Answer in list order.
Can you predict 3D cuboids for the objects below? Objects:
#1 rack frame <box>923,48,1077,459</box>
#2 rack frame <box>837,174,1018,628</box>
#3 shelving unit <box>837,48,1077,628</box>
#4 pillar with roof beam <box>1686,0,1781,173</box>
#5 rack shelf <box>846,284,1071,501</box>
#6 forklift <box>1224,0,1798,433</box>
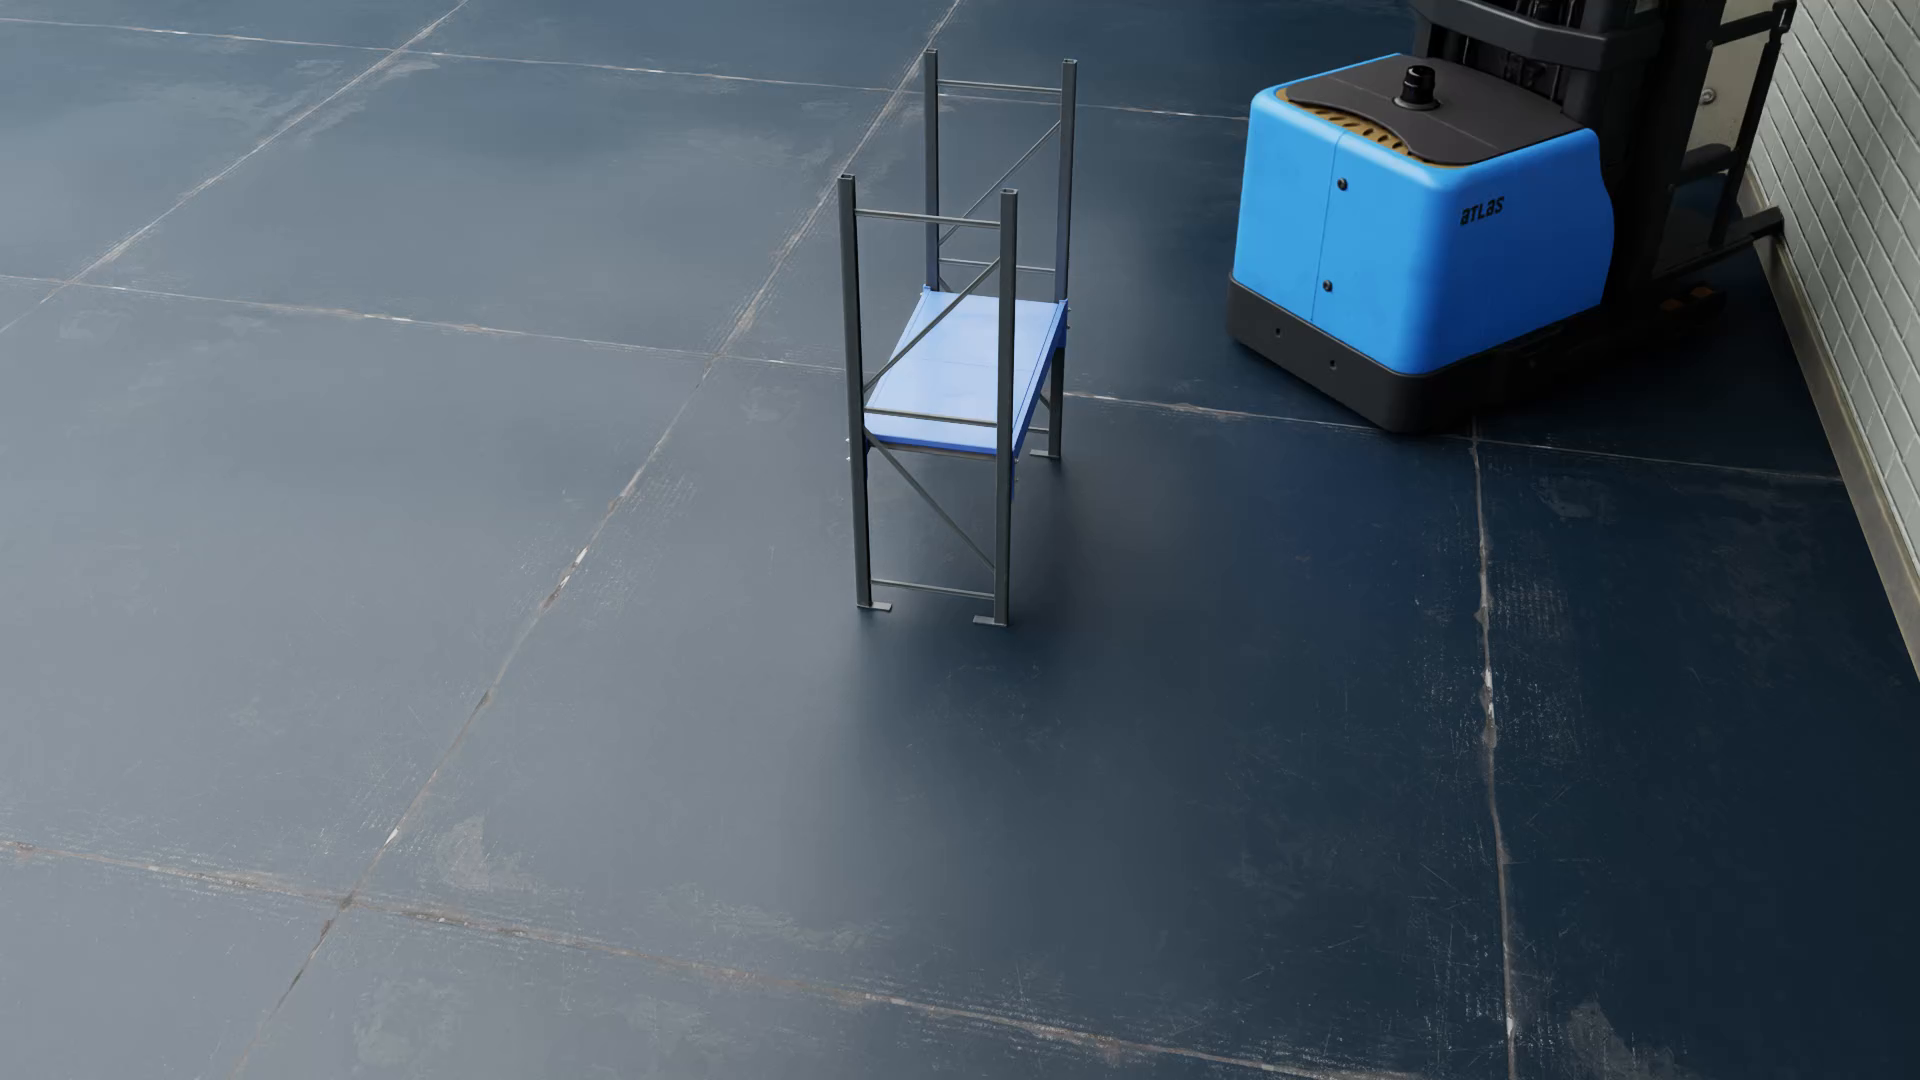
[{"bbox_3d":[0.127,-0.948,5.779,0.500,1.500,0.032,7,37,10],"label":"rack frame"},{"bbox_3d":[-0.090,-0.365,4.975,0.500,1.500,0.032,7,37,10],"label":"rack frame"},{"bbox_3d":[0.018,-0.656,5.377,0.538,1.500,1.048,7,37,10],"label":"shelving unit"},{"bbox_3d":[-0.466,-6.134,6.545,9.100,9.000,0.400,7,37,10],"label":"pillar with roof beam"},{"bbox_3d":[0.018,-0.511,5.483,0.538,0.185,1.000,7,37,10],"label":"rack shelf"},{"bbox_3d":[2.591,-2.253,6.360,3.031,2.935,1.130,-22,41,-27],"label":"forklift"}]
